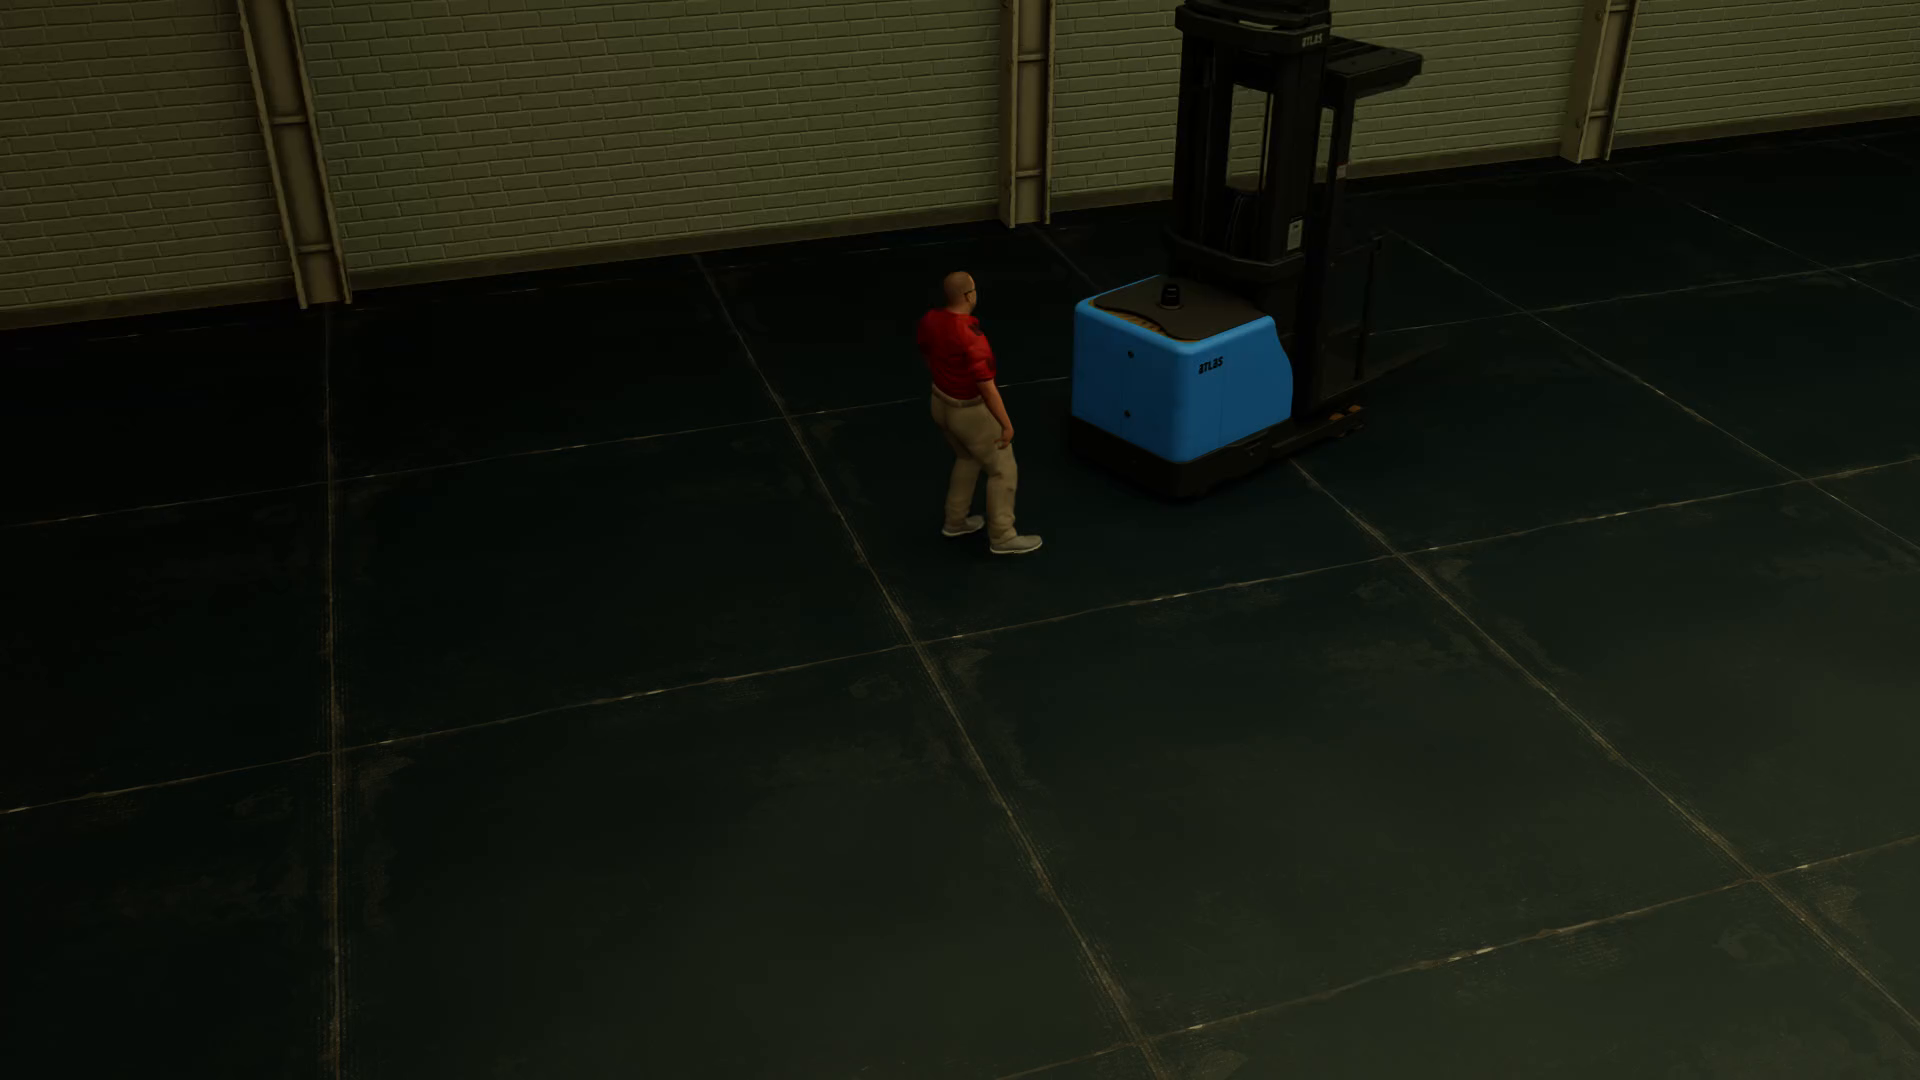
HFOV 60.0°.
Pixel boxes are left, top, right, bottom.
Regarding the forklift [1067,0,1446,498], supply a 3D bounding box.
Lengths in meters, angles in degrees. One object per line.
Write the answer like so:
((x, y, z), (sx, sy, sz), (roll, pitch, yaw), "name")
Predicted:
((2.155, -2.137, 10.801), (3.031, 2.935, 1.130), (-23, 37, -34), "forklift")

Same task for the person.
((0.106, -0.760, 9.664), (0.502, 1.712, 0.713), (-20, 35, -31), "person")
